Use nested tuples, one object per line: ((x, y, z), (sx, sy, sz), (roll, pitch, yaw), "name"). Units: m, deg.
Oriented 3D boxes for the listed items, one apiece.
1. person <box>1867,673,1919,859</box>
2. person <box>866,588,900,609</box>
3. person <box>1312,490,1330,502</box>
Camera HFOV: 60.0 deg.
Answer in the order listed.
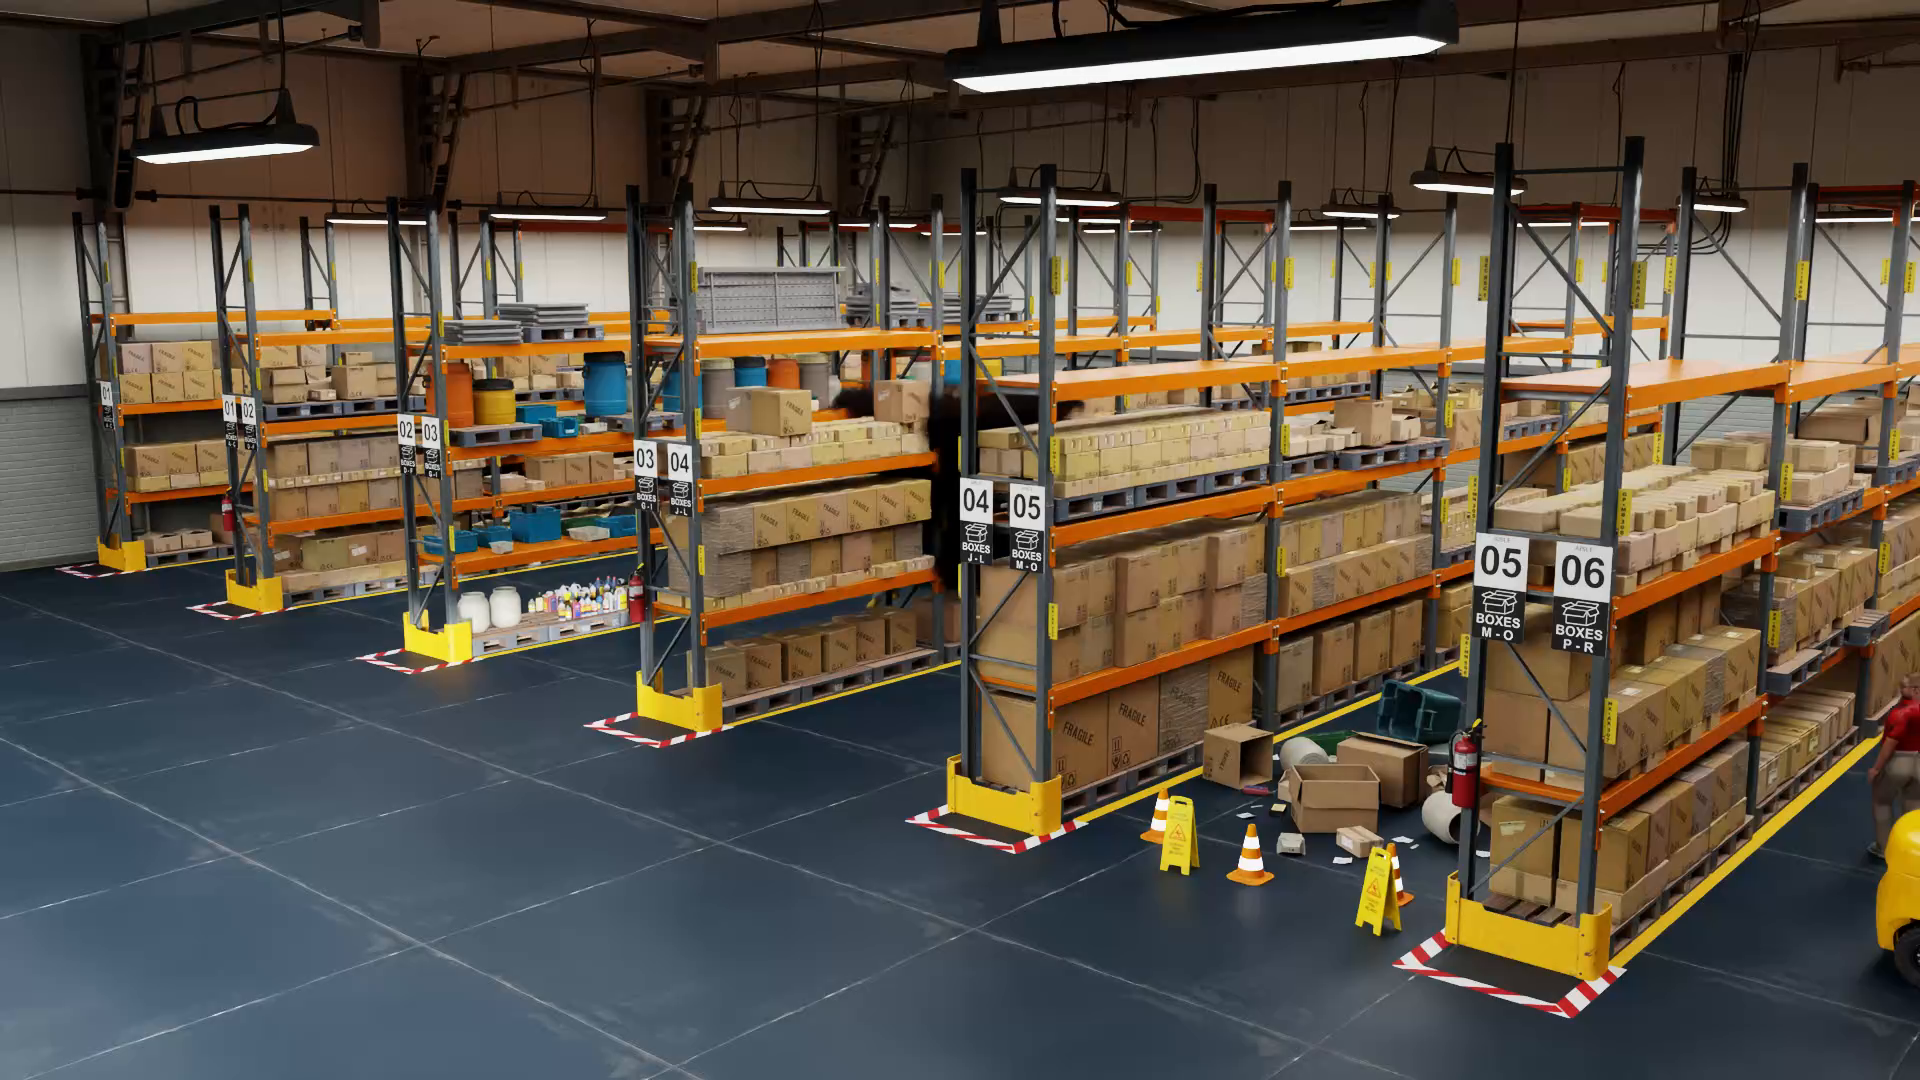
((8.165, 1.979, 14.462), (0.577, 1.744, 0.550), (0, 9, -1), "person")
((-1.060, 0.055, 23.858), (0.662, 1.780, 0.753), (3, 10, 15), "person")
((5.721, -0.072, 26.189), (0.661, 1.747, 0.996), (7, 12, 38), "person")
